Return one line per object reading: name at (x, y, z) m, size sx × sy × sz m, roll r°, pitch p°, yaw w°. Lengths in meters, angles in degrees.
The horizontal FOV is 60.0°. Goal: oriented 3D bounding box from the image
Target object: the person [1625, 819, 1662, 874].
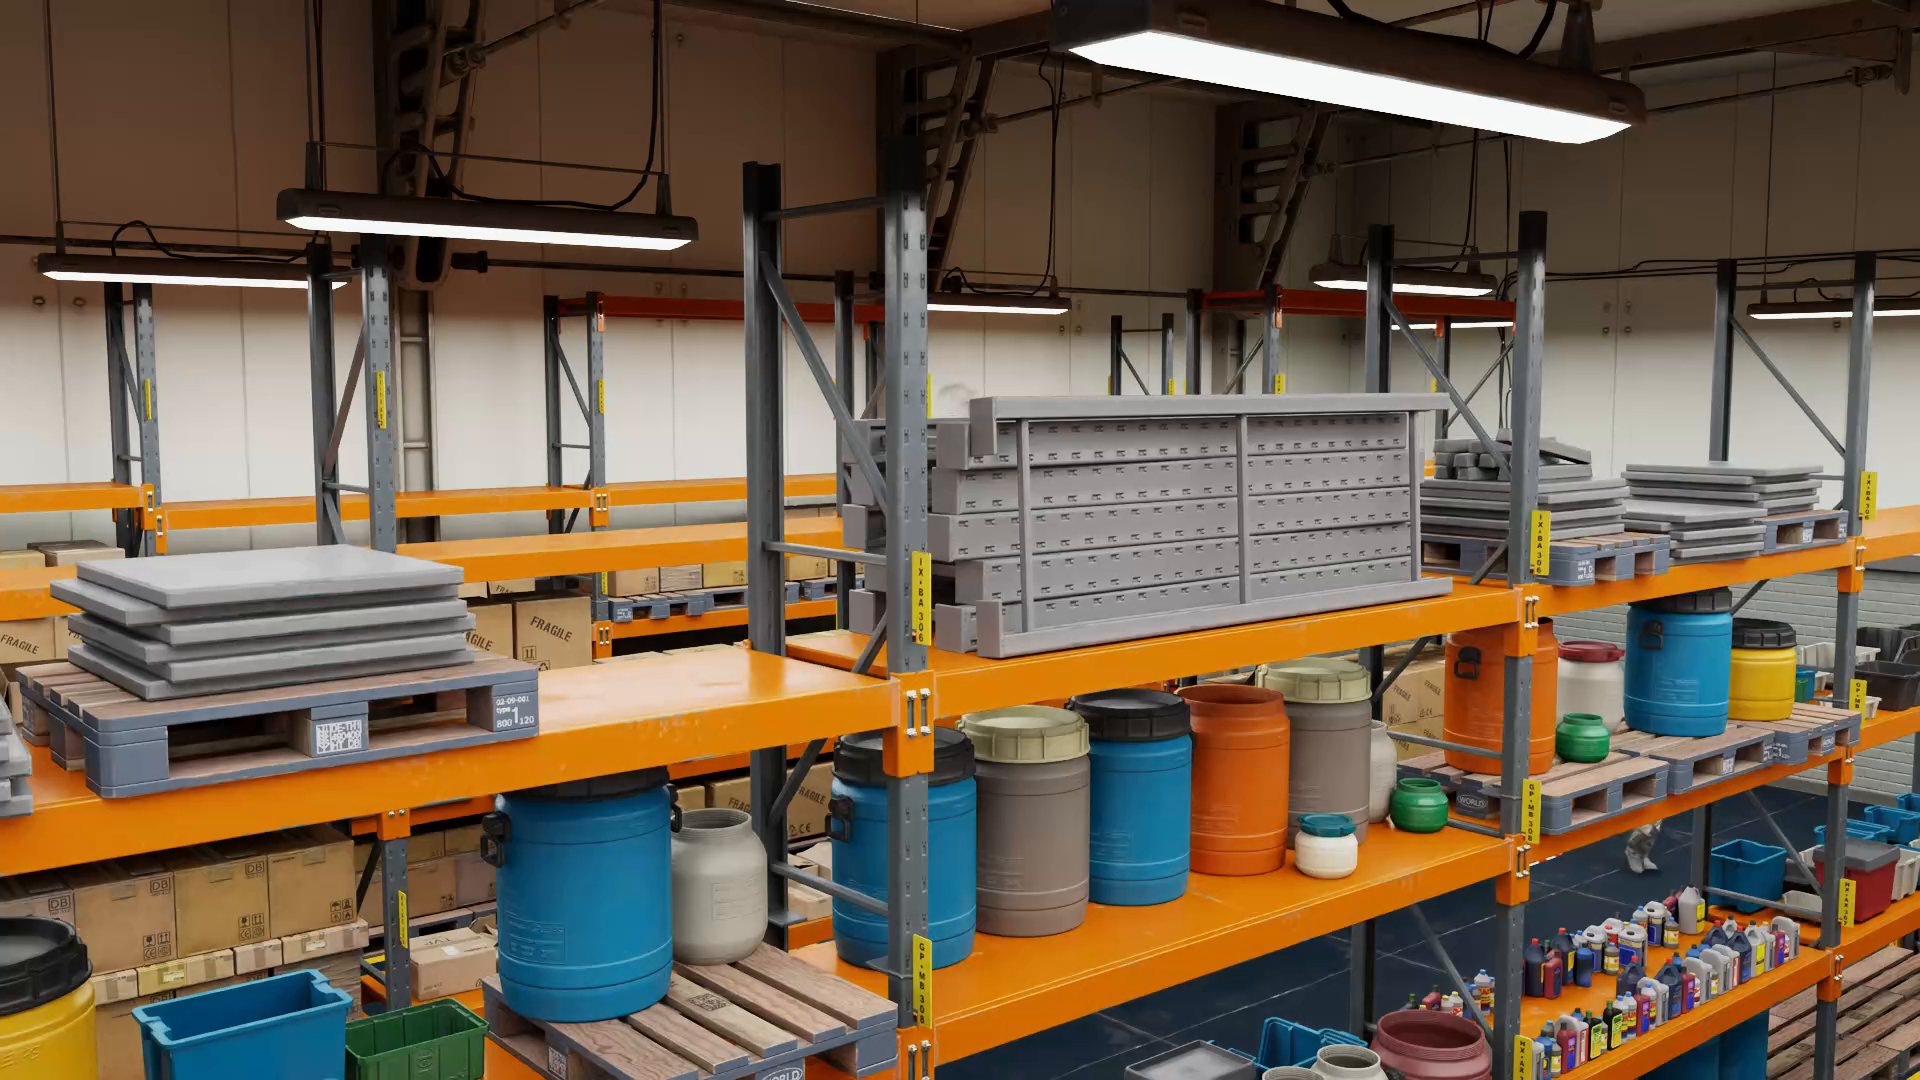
person at (7.070, 2.652, 17.371) m, size 0.677 × 1.739 × 0.581 m, roll -1°, pitch 6°, yaw -15°
